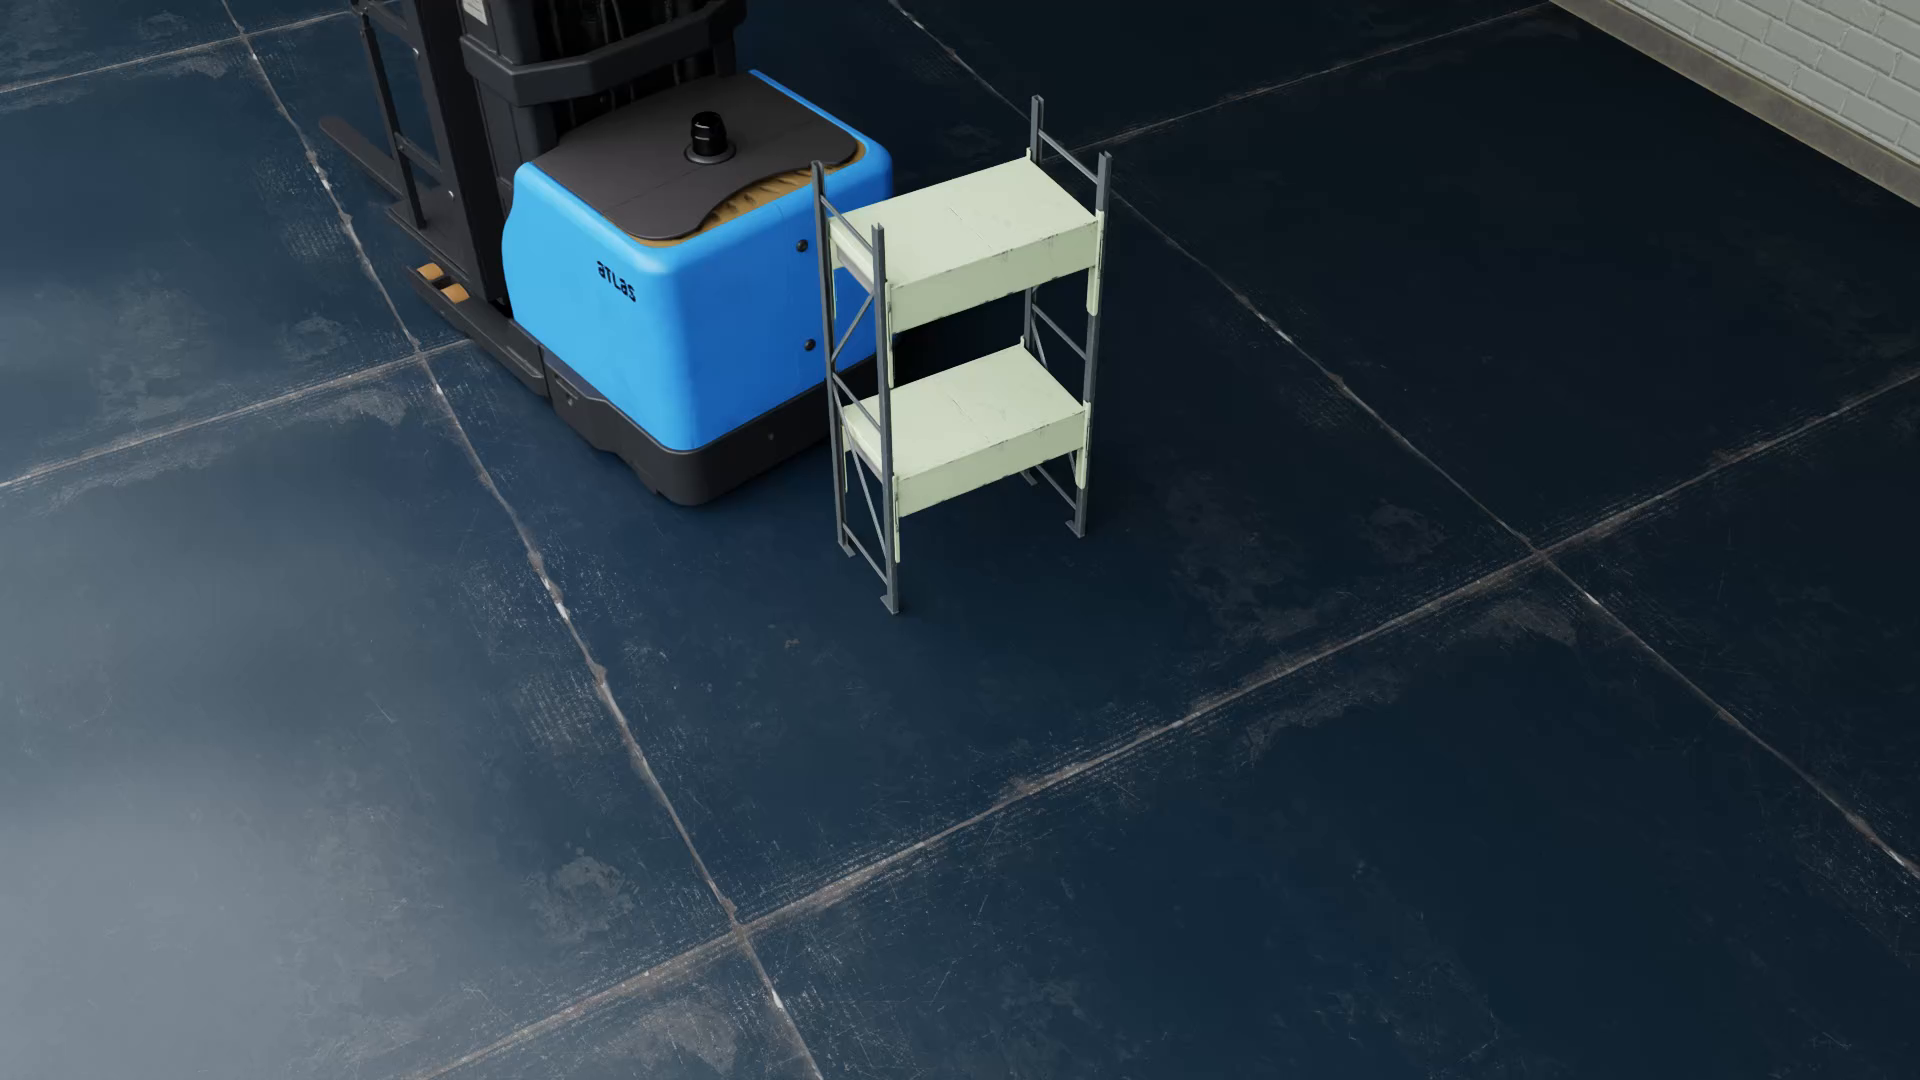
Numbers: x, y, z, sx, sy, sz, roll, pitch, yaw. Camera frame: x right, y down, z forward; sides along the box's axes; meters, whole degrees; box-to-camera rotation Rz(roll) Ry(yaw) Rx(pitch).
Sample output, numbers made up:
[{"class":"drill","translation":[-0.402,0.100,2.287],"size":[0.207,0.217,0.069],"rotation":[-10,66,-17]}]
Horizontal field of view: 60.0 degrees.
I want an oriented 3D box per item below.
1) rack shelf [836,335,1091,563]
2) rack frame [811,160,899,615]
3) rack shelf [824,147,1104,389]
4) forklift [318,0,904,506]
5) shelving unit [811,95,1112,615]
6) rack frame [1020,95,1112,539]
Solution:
[{"class":"rack shelf","translation":[0.006,-0.307,5.457],"size":[0.720,0.370,0.431],"rotation":[-22,48,-21]},{"class":"rack frame","translation":[-0.312,-0.414,5.099],"size":[0.023,1.500,0.400],"rotation":[-22,48,-21]},{"class":"rack shelf","translation":[0.006,-0.821,4.958],"size":[0.720,0.370,0.431],"rotation":[-22,48,-21]},{"class":"forklift","translation":[-1.570,-2.115,5.825],"size":[1.130,2.935,3.031],"rotation":[-32,53,-29]},{"class":"shelving unit","translation":[0.006,-0.541,5.230],"size":[0.755,1.500,0.431],"rotation":[-22,48,-21]},{"class":"rack frame","translation":[0.323,-0.668,5.361],"size":[0.023,1.500,0.400],"rotation":[-22,48,-21]}]
